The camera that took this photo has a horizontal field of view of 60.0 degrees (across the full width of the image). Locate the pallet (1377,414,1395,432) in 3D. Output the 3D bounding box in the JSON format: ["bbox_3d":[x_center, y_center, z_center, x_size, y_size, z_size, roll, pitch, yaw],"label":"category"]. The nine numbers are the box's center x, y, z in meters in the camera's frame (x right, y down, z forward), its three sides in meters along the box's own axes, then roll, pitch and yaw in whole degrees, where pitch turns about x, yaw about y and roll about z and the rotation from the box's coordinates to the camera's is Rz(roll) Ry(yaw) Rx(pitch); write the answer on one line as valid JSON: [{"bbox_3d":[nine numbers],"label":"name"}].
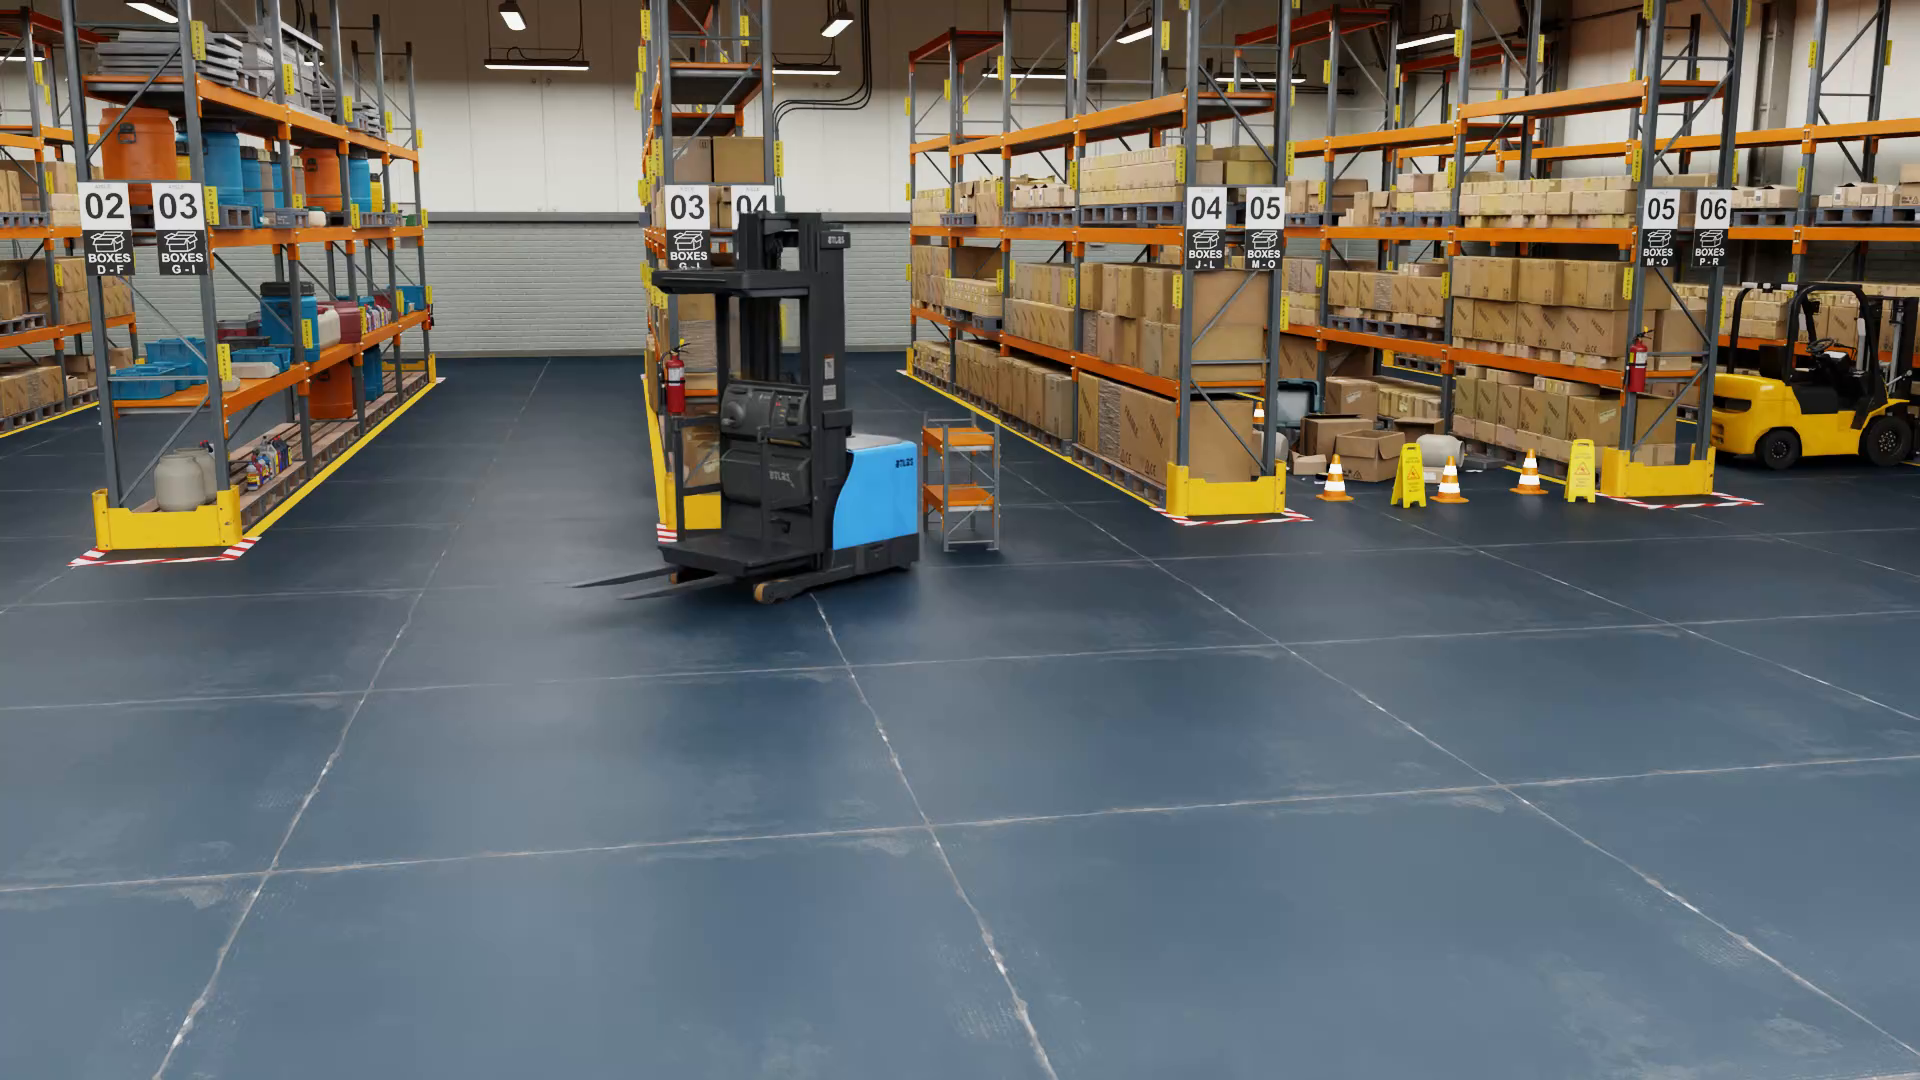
[{"bbox_3d":[6.332,-1.693,23.582,1.003,0.211,1.213,-2,11,-11],"label":"pallet"}]

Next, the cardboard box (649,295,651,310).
[{"bbox_3d":[-4.894,-3.947,27.570,0.500,0.250,0.500,-2,11,-12],"label":"cardboard box"}]

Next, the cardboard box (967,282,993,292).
[{"bbox_3d":[0.318,-3.917,25.764,0.380,0.149,0.250,-2,11,-8],"label":"cardboard box"}]

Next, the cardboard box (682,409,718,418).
[{"bbox_3d":[-2.956,-1.239,19.301,0.500,0.500,0.500,-2,11,-13],"label":"cardboard box"}]

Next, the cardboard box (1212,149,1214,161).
[{"bbox_3d":[2.769,-3.973,17.230,0.380,0.149,0.250,-2,11,-10],"label":"cardboard box"}]

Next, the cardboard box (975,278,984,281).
[{"bbox_3d":[0.485,-4.260,28.547,0.500,0.500,0.500,-2,11,-12],"label":"cardboard box"}]

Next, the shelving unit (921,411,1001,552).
[{"bbox_3d":[-0.001,-0.554,15.151,0.538,1.125,1.048,-2,11,-11],"label":"shelving unit"}]

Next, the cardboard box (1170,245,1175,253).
[{"bbox_3d":[4.248,-5.584,31.887,0.380,0.149,0.250,-2,11,-9],"label":"cardboard box"}]

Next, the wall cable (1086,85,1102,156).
[{"bbox_3d":[3.009,-8.877,37.823,0.463,3.000,0.029,-2,11,-11],"label":"wall cable"}]

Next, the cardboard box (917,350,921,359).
[{"bbox_3d":[-0.596,-3.493,31.284,0.380,0.149,0.250,-2,11,-11],"label":"cardboard box"}]

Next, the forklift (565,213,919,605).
[{"bbox_3d":[-1.678,-1.053,12.943,1.130,2.935,3.031,9,14,39],"label":"forklift"}]

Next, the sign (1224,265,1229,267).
[{"bbox_3d":[4.626,-4.607,28.906,0.100,0.325,0.005,-2,11,-11],"label":"sign"}]

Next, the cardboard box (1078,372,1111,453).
[{"bbox_3d":[1.944,-1.542,19.890,0.875,0.875,0.875,-2,11,-10],"label":"cardboard box"}]

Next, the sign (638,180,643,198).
[{"bbox_3d":[-5.874,-6.459,30.593,0.100,0.325,0.005,-2,11,-11],"label":"sign"}]

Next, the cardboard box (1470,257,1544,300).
[{"bbox_3d":[6.677,-3.200,20.301,0.700,0.500,0.500,-2,11,-11],"label":"cardboard box"}]

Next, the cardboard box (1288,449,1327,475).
[{"bbox_3d":[4.031,-0.906,19.302,0.396,0.266,0.258,0,11,-1],"label":"cardboard box"}]

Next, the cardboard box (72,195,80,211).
[{"bbox_3d":[-14.304,-5.371,26.488,0.500,0.250,0.500,-2,11,-11],"label":"cardboard box"}]

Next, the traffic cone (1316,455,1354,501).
[{"bbox_3d":[3.958,-0.667,17.516,0.336,0.463,0.334,-2,11,-11],"label":"traffic cone"}]

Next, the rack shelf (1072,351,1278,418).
[{"bbox_3d":[2.279,-1.777,18.490,1.077,0.370,4.000,-2,11,-11],"label":"rack shelf"}]

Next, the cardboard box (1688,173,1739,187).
[{"bbox_3d":[10.916,-5.061,24.136,0.500,0.500,0.500,-2,11,-10],"label":"cardboard box"}]

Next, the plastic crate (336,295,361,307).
[{"bbox_3d":[-9.835,-3.718,26.643,0.392,0.384,0.575,-2,11,-11],"label":"plastic crate"}]

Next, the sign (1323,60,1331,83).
[{"bbox_3d":[5.404,-6.893,24.475,0.100,0.325,0.005,-2,11,-11],"label":"sign"}]

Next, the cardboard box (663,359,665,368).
[{"bbox_3d":[-3.070,-1.978,18.292,0.380,0.149,0.250,-2,11,-11],"label":"cardboard box"}]

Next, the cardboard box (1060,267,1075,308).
[{"bbox_3d":[1.686,-3.223,21.220,0.700,0.500,0.500,-2,11,-12],"label":"cardboard box"}]

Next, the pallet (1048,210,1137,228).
[{"bbox_3d":[1.663,-4.044,20.962,0.805,0.209,1.217,-3,11,-13],"label":"pallet"}]

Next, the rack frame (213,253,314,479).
[{"bbox_3d":[-7.853,-2.156,18.554,1.000,3.000,0.127,-2,11,-11],"label":"rack frame"}]

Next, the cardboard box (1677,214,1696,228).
[{"bbox_3d":[7.758,-3.385,17.664,0.380,0.149,0.250,-2,11,-11],"label":"cardboard box"}]

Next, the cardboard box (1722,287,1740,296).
[{"bbox_3d":[11.032,-3.533,23.788,0.380,0.149,0.250,-2,11,-11],"label":"cardboard box"}]

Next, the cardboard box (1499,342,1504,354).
[{"bbox_3d":[6.751,-2.317,20.073,0.380,0.149,0.250,-2,11,-11],"label":"cardboard box"}]

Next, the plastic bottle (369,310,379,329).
[{"bbox_3d":[-8.820,-3.317,24.988,0.152,0.276,0.135,-2,11,-11],"label":"plastic bottle"}]

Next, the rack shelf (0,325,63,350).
[{"bbox_3d":[-13.880,-2.723,23.460,1.077,0.370,4.000,-2,11,-11],"label":"rack shelf"}]

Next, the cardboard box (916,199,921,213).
[{"bbox_3d":[-0.511,-6.158,30.625,0.500,0.250,0.500,-2,11,-12],"label":"cardboard box"}]

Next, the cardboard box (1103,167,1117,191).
[{"bbox_3d":[1.909,-4.014,18.511,0.500,0.250,0.500,-2,11,-12],"label":"cardboard box"}]

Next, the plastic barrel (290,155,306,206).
[{"bbox_3d":[-8.684,-4.451,21.248,0.600,0.901,0.600,0,11,0],"label":"plastic barrel"}]

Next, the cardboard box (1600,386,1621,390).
[{"bbox_3d":[7.417,-1.537,19.528,0.500,0.500,0.500,-2,11,-10],"label":"cardboard box"}]

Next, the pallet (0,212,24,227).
[{"bbox_3d":[-14.006,-4.513,23.416,1.213,0.211,1.003,-2,11,-11],"label":"pallet"}]

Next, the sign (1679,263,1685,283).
[{"bbox_3d":[11.360,-4.201,26.201,0.100,0.325,0.005,-2,11,-11],"label":"sign"}]

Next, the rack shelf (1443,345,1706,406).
[{"bbox_3d":[7.115,-1.976,19.534,1.077,0.370,4.000,-2,11,-11],"label":"rack shelf"}]

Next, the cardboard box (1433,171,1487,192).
[{"bbox_3d":[6.488,-4.650,21.575,0.500,0.250,0.500,-2,11,-10],"label":"cardboard box"}]

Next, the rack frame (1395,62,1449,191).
[{"bbox_3d":[9.260,-8.025,33.348,1.000,3.000,0.127,-2,11,-11],"label":"rack frame"}]

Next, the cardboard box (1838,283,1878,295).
[{"bbox_3d":[11.563,-3.231,21.405,0.380,0.149,0.250,-2,11,-12],"label":"cardboard box"}]

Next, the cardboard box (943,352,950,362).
[{"bbox_3d":[-0.079,-3.164,28.763,0.380,0.149,0.250,-2,11,-10],"label":"cardboard box"}]

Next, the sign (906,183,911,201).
[{"bbox_3d":[-0.976,-6.582,31.448,0.100,0.325,0.005,-2,11,-11],"label":"sign"}]

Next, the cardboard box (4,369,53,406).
[{"bbox_3d":[-13.804,-2.261,24.614,0.500,0.500,0.500,-2,11,-11],"label":"cardboard box"}]

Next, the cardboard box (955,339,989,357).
[{"bbox_3d":[0.219,-3.167,27.421,0.500,0.250,0.500,-3,11,-14],"label":"cardboard box"}]

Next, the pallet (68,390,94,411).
[{"bbox_3d":[-14.401,-2.200,26.242,1.003,0.211,1.213,-2,11,-11],"label":"pallet"}]

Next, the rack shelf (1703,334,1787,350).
[{"bbox_3d":[11.205,-2.891,24.340,1.077,0.370,4.000,-2,11,-11],"label":"rack shelf"}]

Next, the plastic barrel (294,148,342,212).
[{"bbox_3d":[-8.739,-4.884,22.596,0.600,0.830,0.708,-2,11,-11],"label":"plastic barrel"}]

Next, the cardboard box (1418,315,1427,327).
[{"bbox_3d":[6.321,-2.912,22.078,0.380,0.149,0.250,-2,11,-13],"label":"cardboard box"}]

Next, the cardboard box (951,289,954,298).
[{"bbox_3d":[0.062,-4.010,27.050,0.380,0.149,0.250,-2,11,-10],"label":"cardboard box"}]

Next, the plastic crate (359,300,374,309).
[{"bbox_3d":[-10.148,-3.950,28.268,0.416,0.233,0.300,-2,11,-11],"label":"plastic crate"}]

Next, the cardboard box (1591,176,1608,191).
[{"bbox_3d":[7.068,-3.851,17.975,0.380,0.149,0.250,-2,11,-12],"label":"cardboard box"}]

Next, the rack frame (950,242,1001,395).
[{"bbox_3d":[0.334,-3.965,28.059,1.000,3.000,0.127,-2,11,-11],"label":"rack frame"}]

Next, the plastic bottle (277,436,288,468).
[{"bbox_3d":[-7.445,-0.963,18.195,0.144,0.351,0.185,-2,11,-13],"label":"plastic bottle"}]
